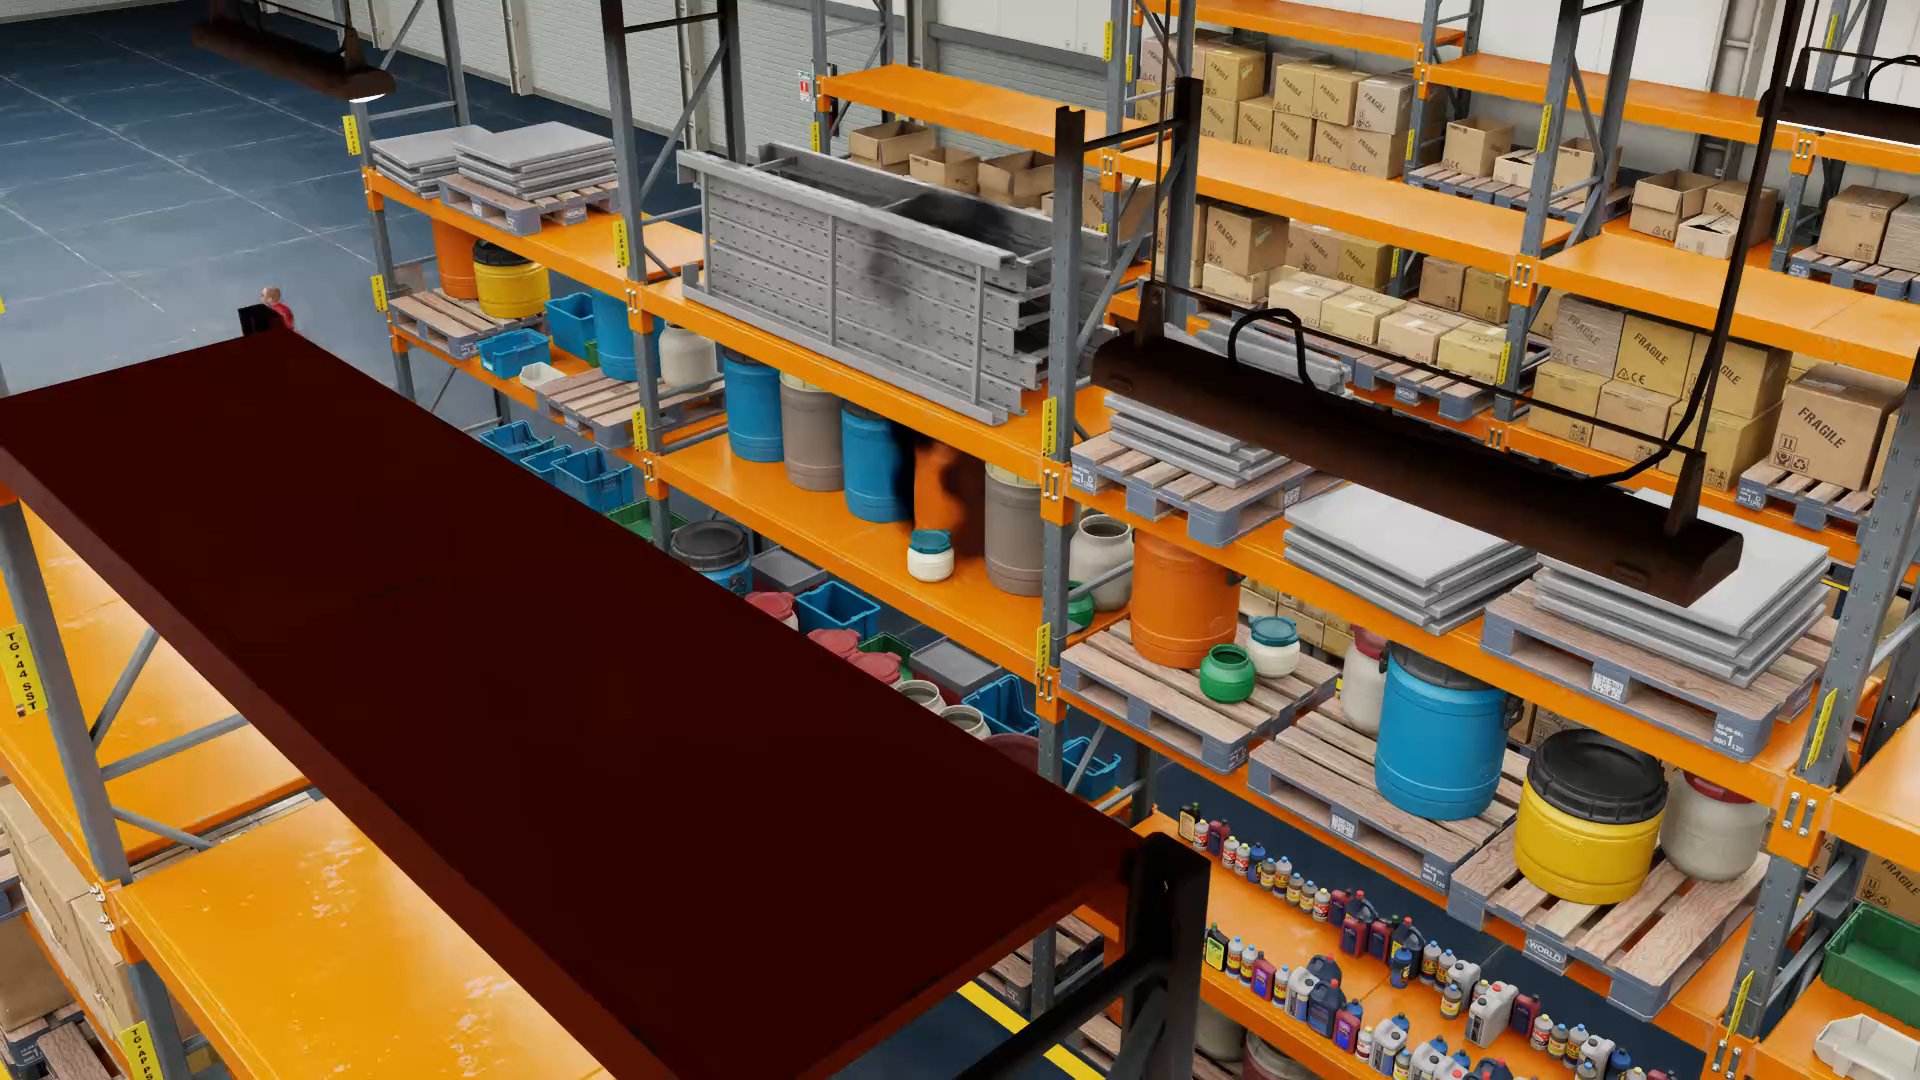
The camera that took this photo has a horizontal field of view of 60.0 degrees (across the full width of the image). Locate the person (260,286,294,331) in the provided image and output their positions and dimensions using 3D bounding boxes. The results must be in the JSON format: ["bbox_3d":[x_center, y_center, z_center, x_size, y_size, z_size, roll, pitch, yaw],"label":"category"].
[{"bbox_3d":[-7.620,-2.071,18.954,0.834,1.726,0.670,-7,29,-14],"label":"person"}]
